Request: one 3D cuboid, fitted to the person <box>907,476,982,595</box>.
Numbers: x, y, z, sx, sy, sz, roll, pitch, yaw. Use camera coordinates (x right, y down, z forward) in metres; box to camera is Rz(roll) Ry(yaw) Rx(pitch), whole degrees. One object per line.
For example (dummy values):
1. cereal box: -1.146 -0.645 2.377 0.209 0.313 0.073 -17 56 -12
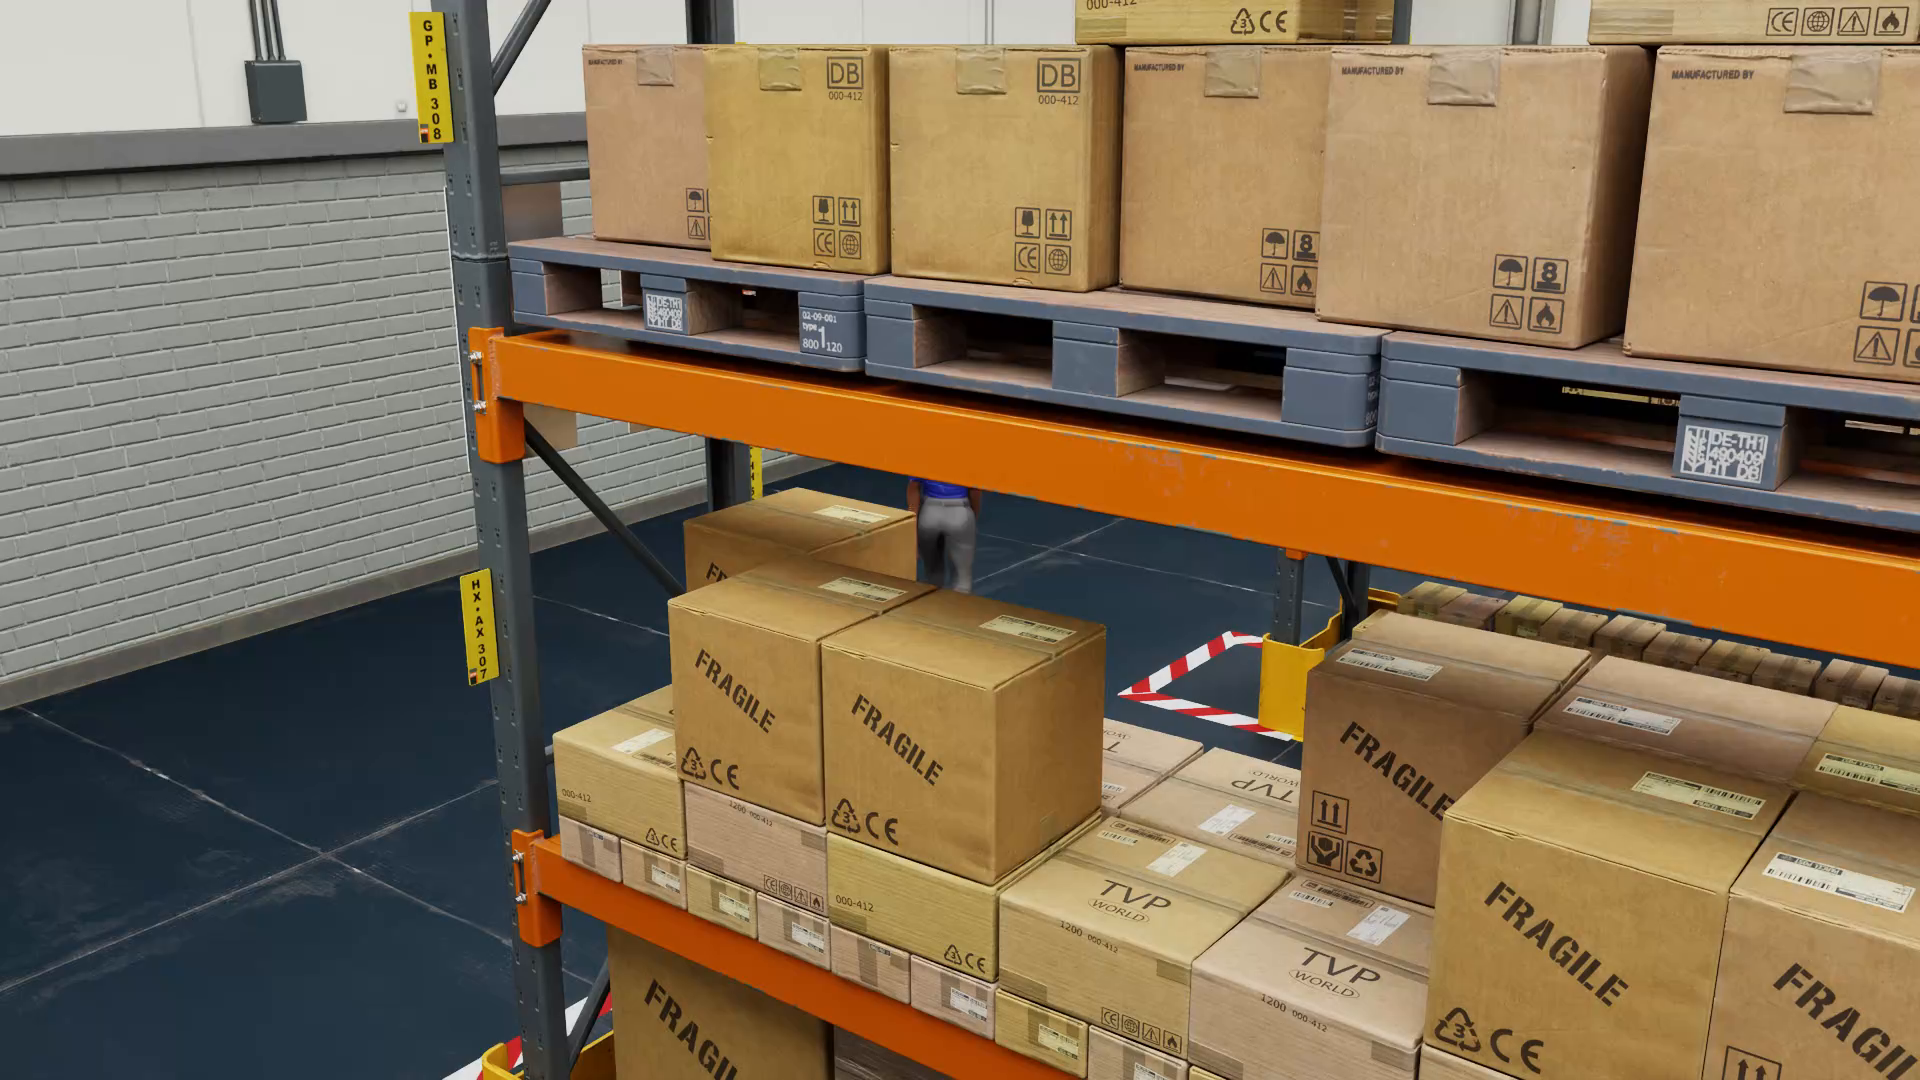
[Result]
1. person: -0.094 -0.094 9.860 0.435 1.610 0.961 1 17 5
